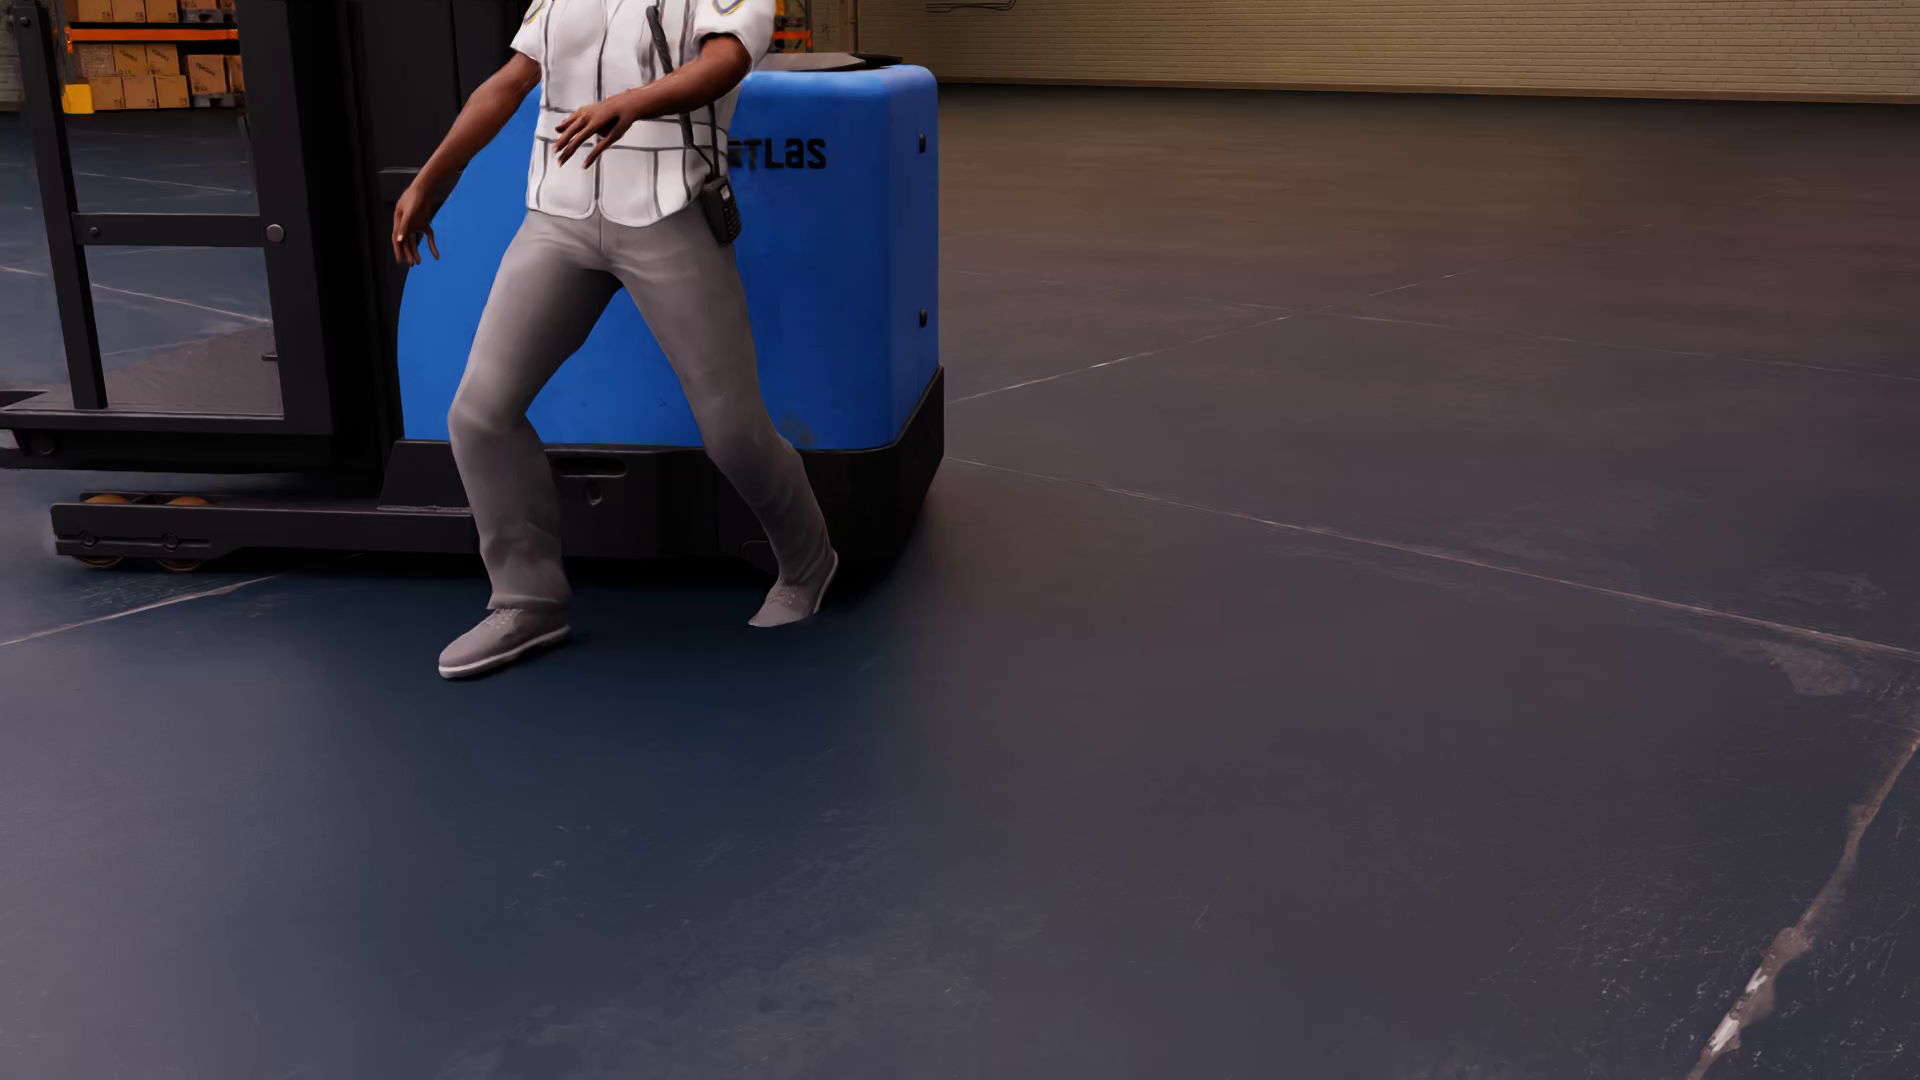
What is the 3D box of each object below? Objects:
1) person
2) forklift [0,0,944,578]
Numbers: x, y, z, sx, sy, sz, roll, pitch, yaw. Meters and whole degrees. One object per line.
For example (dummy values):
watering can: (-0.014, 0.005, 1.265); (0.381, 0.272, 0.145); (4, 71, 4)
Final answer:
person: (-0.708, -0.523, 3.027); (0.743, 1.617, 0.837); (4, 17, 13)
forklift: (-1.594, -1.482, 3.777); (3.031, 2.935, 1.130); (2, 17, 6)
